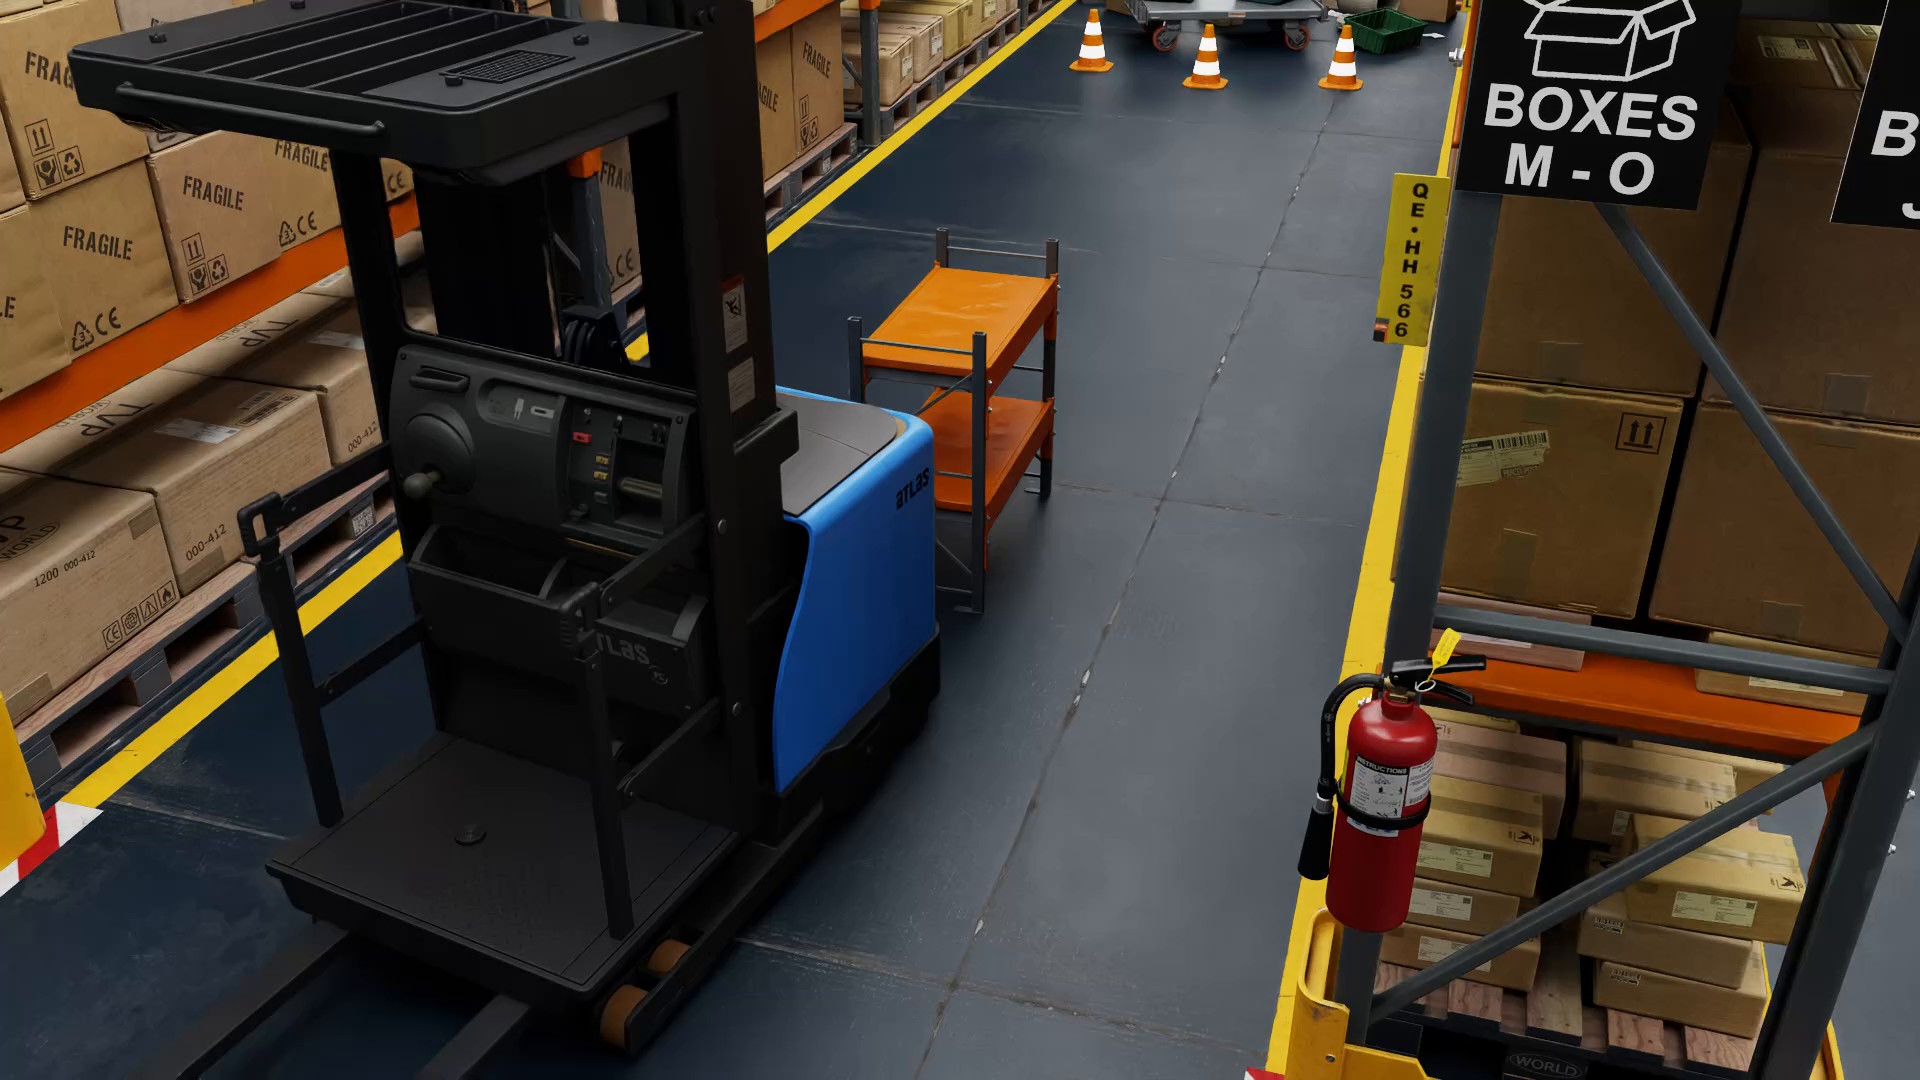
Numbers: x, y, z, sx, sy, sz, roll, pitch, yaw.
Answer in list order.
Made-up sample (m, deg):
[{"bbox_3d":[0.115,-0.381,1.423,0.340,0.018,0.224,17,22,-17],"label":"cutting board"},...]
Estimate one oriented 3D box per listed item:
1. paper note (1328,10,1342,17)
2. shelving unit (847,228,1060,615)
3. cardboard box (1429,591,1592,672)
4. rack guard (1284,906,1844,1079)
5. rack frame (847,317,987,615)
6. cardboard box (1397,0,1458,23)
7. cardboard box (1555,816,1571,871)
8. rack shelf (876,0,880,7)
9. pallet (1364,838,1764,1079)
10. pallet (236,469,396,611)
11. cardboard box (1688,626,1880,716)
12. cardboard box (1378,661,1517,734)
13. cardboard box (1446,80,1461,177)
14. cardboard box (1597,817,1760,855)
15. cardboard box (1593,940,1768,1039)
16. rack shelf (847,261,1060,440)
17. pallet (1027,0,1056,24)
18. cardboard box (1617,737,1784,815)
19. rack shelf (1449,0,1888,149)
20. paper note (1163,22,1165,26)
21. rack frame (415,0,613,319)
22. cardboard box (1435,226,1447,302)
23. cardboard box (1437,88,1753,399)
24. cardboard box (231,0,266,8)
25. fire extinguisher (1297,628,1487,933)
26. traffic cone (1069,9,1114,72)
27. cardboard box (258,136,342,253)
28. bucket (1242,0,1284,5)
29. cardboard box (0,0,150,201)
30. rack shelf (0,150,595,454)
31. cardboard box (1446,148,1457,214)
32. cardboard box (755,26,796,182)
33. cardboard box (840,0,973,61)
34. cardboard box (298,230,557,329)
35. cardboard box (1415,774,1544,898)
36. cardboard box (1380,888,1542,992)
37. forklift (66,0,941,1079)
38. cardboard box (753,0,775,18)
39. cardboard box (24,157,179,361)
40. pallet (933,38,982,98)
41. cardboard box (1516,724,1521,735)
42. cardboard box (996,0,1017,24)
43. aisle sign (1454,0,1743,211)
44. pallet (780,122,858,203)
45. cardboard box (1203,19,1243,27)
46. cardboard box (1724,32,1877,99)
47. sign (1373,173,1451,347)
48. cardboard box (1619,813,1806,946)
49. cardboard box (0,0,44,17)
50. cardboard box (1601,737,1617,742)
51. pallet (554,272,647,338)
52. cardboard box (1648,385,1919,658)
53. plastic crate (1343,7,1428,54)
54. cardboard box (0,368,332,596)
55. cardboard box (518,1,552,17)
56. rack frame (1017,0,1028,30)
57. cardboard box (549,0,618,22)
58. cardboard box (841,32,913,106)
[{"bbox_3d":[3.529,-4.949,15.623,0.172,0.023,0.155,20,35,32],"label":"paper note"},{"bbox_3d":[-0.002,-0.488,6.471,0.538,1.125,1.048,8,30,15],"label":"shelving unit"},{"bbox_3d":[1.183,0.137,3.676,0.380,0.149,0.250,9,30,15],"label":"cardboard box"},{"bbox_3d":[1.380,1.276,3.942,1.175,0.500,0.348,8,30,15],"label":"rack guard"},{"bbox_3d":[-0.151,-0.252,6.046,0.500,1.125,0.032,8,30,15],"label":"rack frame"},{"bbox_3d":[4.355,-5.134,15.462,0.500,0.500,0.500,14,32,23],"label":"cardboard box"},{"bbox_3d":[1.882,0.834,4.666,0.380,0.149,0.250,9,30,15],"label":"cardboard box"},{"bbox_3d":[-0.469,-4.773,12.985,1.077,0.370,4.000,8,30,15],"label":"rack shelf"},{"bbox_3d":[1.652,1.030,4.681,1.003,0.211,1.213,8,30,15],"label":"pallet"},{"bbox_3d":[-2.884,-0.169,6.838,1.003,0.211,1.213,8,30,15],"label":"pallet"},{"bbox_3d":[1.766,0.225,3.518,0.380,0.149,0.250,8,30,14],"label":"cardboard box"},{"bbox_3d":[1.354,0.492,4.668,0.380,0.149,0.250,8,30,14],"label":"cardboard box"},{"bbox_3d":[1.825,-1.159,5.340,0.500,0.500,0.500,8,30,14],"label":"cardboard box"},{"bbox_3d":[1.891,0.825,4.375,0.380,0.149,0.250,8,30,15],"label":"cardboard box"},{"bbox_3d":[1.817,1.084,4.217,0.380,0.149,0.250,9,30,16],"label":"cardboard box"},{"bbox_3d":[-0.002,-0.744,6.329,0.538,0.278,1.000,8,30,15],"label":"rack shelf"},{"bbox_3d":[0.282,-5.115,15.728,1.003,0.211,1.213,8,30,15],"label":"pallet"},{"bbox_3d":[1.999,0.582,4.506,0.380,0.149,0.250,8,30,15],"label":"cardboard box"},{"bbox_3d":[1.945,-1.707,4.387,1.077,0.370,4.000,8,30,15],"label":"rack shelf"},{"bbox_3d":[1.905,-4.722,15.207,0.148,0.019,0.142,8,30,15],"label":"paper note"},{"bbox_3d":[-2.230,-2.299,7.797,1.000,3.000,0.127,8,30,15],"label":"rack frame"},{"bbox_3d":[1.400,-0.439,4.044,0.500,0.500,0.500,8,30,14],"label":"cardboard box"},{"bbox_3d":[1.254,-0.640,3.377,0.500,0.500,0.500,8,30,14],"label":"cardboard box"},{"bbox_3d":[-2.557,-1.817,5.799,0.500,0.500,0.500,9,30,15],"label":"cardboard box"},{"bbox_3d":[0.843,0.467,3.288,0.296,0.674,0.183,8,30,15],"label":"fire extinguisher"},{"bbox_3d":[1.093,-4.132,13.702,0.336,0.463,0.334,8,30,15],"label":"traffic cone"},{"bbox_3d":[-2.569,-1.374,6.032,0.500,0.500,0.500,10,30,17],"label":"cardboard box"},{"bbox_3d":[2.716,-4.983,14.426,0.726,0.611,0.620,20,45,32],"label":"bucket"},{"bbox_3d":[-2.846,-1.344,4.950,0.500,0.500,0.500,8,30,14],"label":"cardboard box"},{"bbox_3d":[-2.817,-1.055,6.301,1.077,0.370,4.000,8,30,15],"label":"rack shelf"},{"bbox_3d":[1.547,-1.118,4.237,0.500,0.500,0.500,10,31,17],"label":"cardboard box"},{"bbox_3d":[-1.604,-2.690,10.254,0.875,0.875,0.875,9,30,15],"label":"cardboard box"},{"bbox_3d":[-0.443,-4.150,13.396,0.950,0.372,0.625,10,30,17],"label":"cardboard box"},{"bbox_3d":[-2.517,-1.086,7.821,0.875,0.438,0.875,8,30,14],"label":"cardboard box"},{"bbox_3d":[1.271,0.739,4.224,0.380,0.149,0.250,9,30,15],"label":"cardboard box"},{"bbox_3d":[1.313,1.007,4.355,0.380,0.149,0.250,9,30,16],"label":"cardboard box"},{"bbox_3d":[-1.180,-0.193,4.082,1.130,2.935,3.031,14,32,23],"label":"forklift"},{"bbox_3d":[-1.377,-3.108,9.406,0.500,0.250,0.500,8,30,14],"label":"cardboard box"},{"bbox_3d":[-2.867,-0.905,5.189,0.500,0.500,0.500,8,30,14],"label":"cardboard box"},{"bbox_3d":[-0.465,-3.867,13.485,1.003,0.211,1.213,8,30,15],"label":"pallet"},{"bbox_3d":[1.391,0.624,4.738,0.380,0.149,0.250,7,30,13],"label":"cardboard box"},{"bbox_3d":[-0.033,-4.808,14.578,0.950,0.372,0.625,9,30,16],"label":"cardboard box"},{"bbox_3d":[1.049,-0.926,2.654,0.394,0.787,0.004,8,30,15],"label":"aisle sign"},{"bbox_3d":[-1.359,-2.584,11.177,1.003,0.211,1.213,8,30,15],"label":"pallet"},{"bbox_3d":[2.409,-4.894,15.275,0.258,0.266,0.396,-12,31,-20],"label":"cardboard box"},{"bbox_3d":[1.885,-0.798,3.661,0.500,0.500,0.500,9,30,16],"label":"cardboard box"},{"bbox_3d":[0.833,-0.513,3.071,0.100,0.325,0.005,8,30,15],"label":"sign"},{"bbox_3d":[1.836,0.826,4.067,0.380,0.149,0.250,7,30,13],"label":"cardboard box"},{"bbox_3d":[-2.840,-1.566,4.681,0.380,0.149,0.250,9,30,16],"label":"cardboard box"},{"bbox_3d":[2.058,0.595,4.789,0.380,0.149,0.250,9,30,16],"label":"cardboard box"},{"bbox_3d":[-2.075,-1.450,9.139,1.003,0.211,1.213,8,30,15],"label":"pallet"},{"bbox_3d":[1.754,-0.124,3.478,0.500,0.500,0.500,10,31,17],"label":"cardboard box"},{"bbox_3d":[3.679,-4.422,14.446,0.662,0.188,0.450,-24,47,-37],"label":"plastic crate"},{"bbox_3d":[-3.045,-0.252,6.320,0.875,0.438,0.875,9,30,16],"label":"cardboard box"},{"bbox_3d":[-2.122,-2.091,7.320,0.500,0.500,0.500,9,30,15],"label":"cardboard box"},{"bbox_3d":[0.118,-6.017,14.480,1.000,3.000,0.127,8,30,15],"label":"rack frame"},{"bbox_3d":[-1.831,-2.616,8.008,0.500,0.250,0.500,8,30,13],"label":"cardboard box"},{"bbox_3d":[-0.880,-3.454,12.145,0.950,0.372,0.625,6,30,11],"label":"cardboard box"}]
